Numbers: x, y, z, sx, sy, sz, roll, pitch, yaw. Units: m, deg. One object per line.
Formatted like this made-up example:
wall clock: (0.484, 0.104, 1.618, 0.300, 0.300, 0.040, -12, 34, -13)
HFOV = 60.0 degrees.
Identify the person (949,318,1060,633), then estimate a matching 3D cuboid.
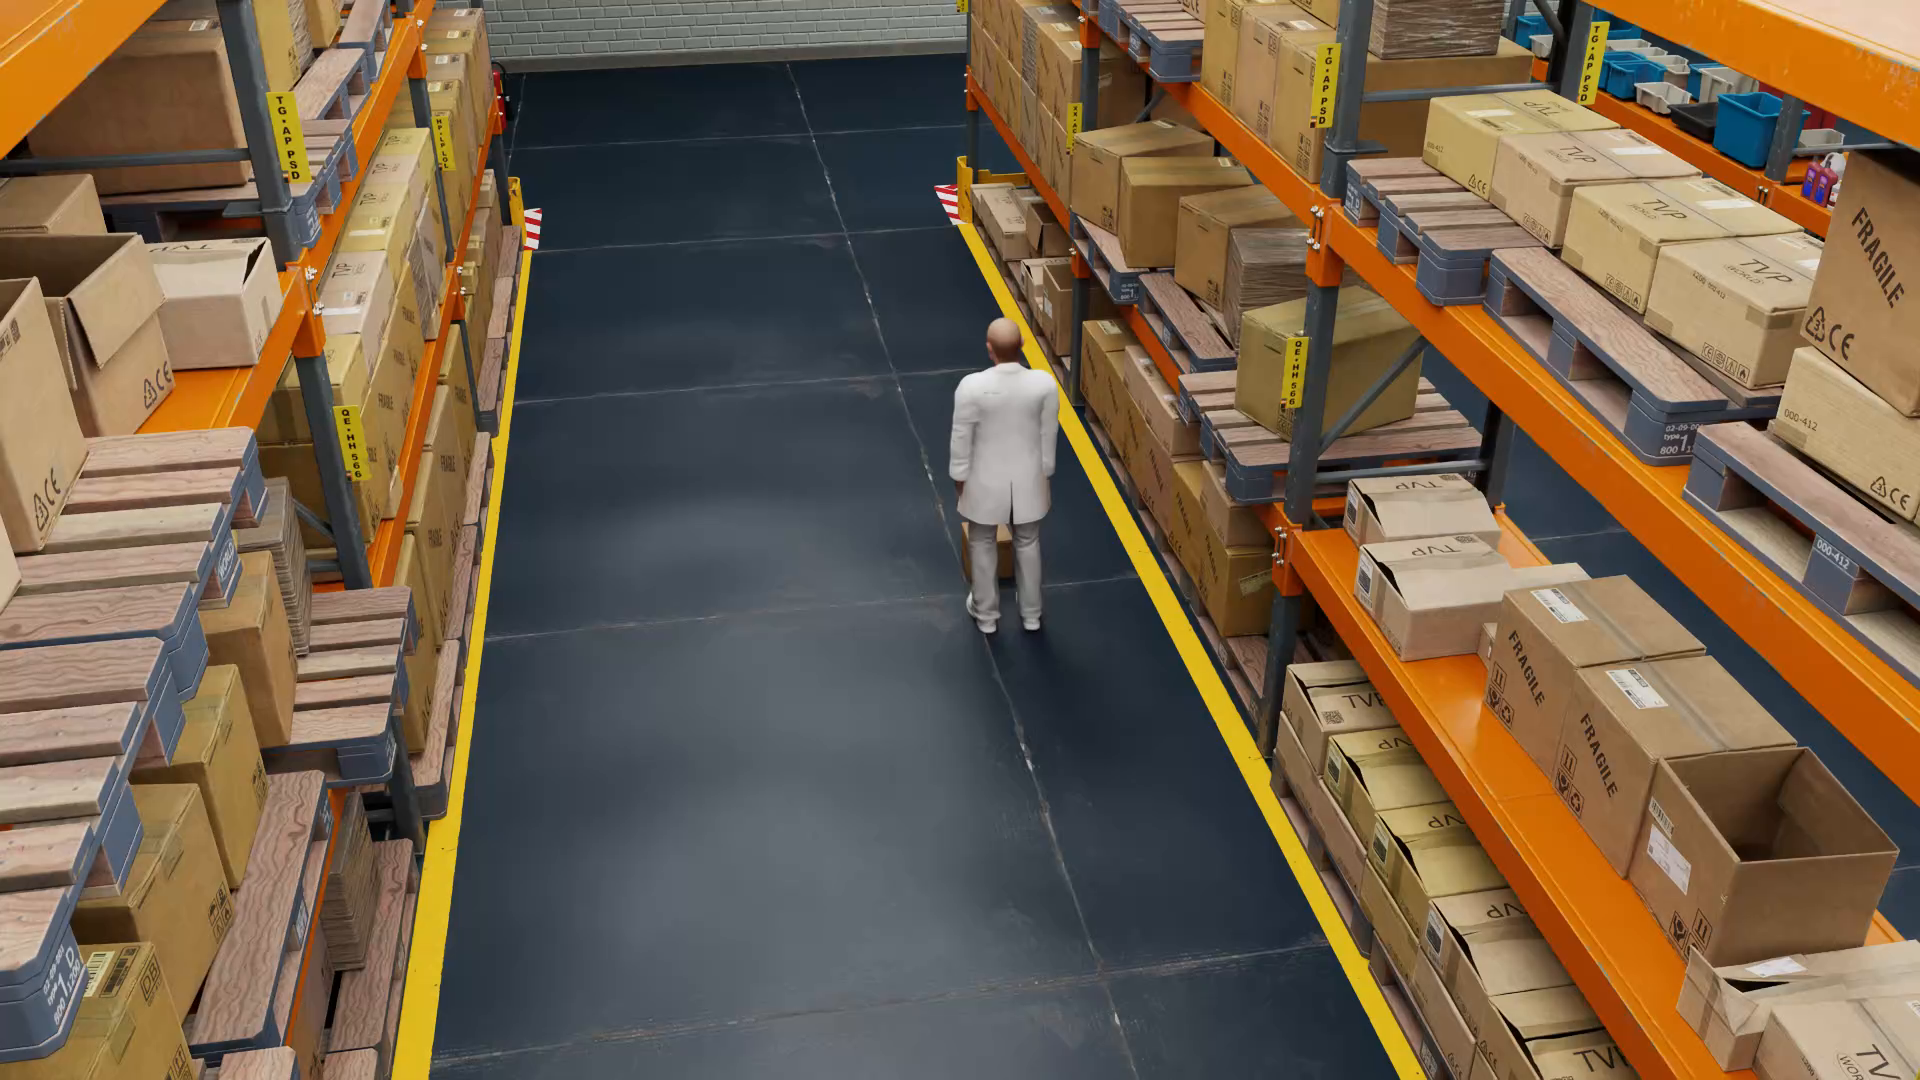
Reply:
person: (0.221, -0.343, 8.751, 0.562, 1.774, 0.384, -5, 31, -8)
